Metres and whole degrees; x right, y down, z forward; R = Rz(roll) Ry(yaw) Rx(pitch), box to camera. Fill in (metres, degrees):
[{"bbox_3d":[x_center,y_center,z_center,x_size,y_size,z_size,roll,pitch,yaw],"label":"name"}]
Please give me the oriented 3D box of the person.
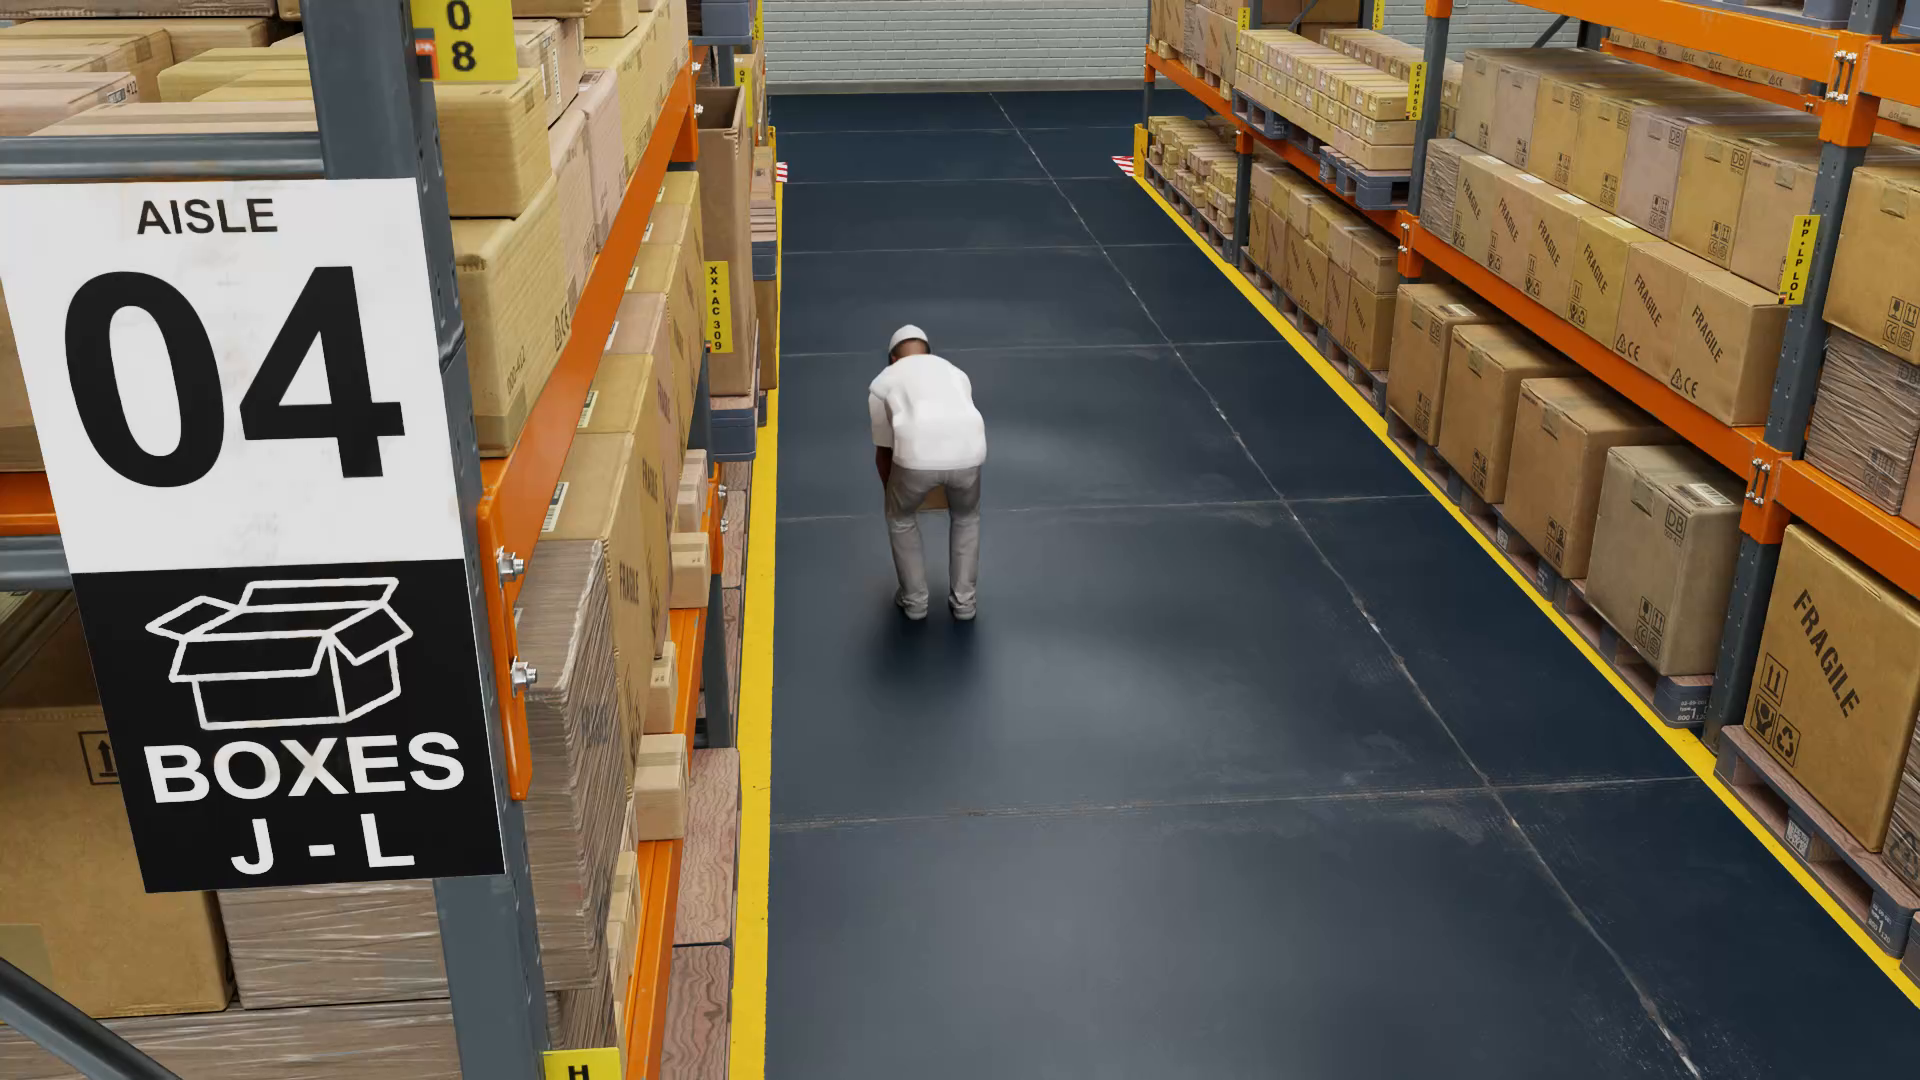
[{"bbox_3d":[-0.171,-0.315,7.922,0.497,1.258,0.939,-5,24,-11],"label":"person"}]
